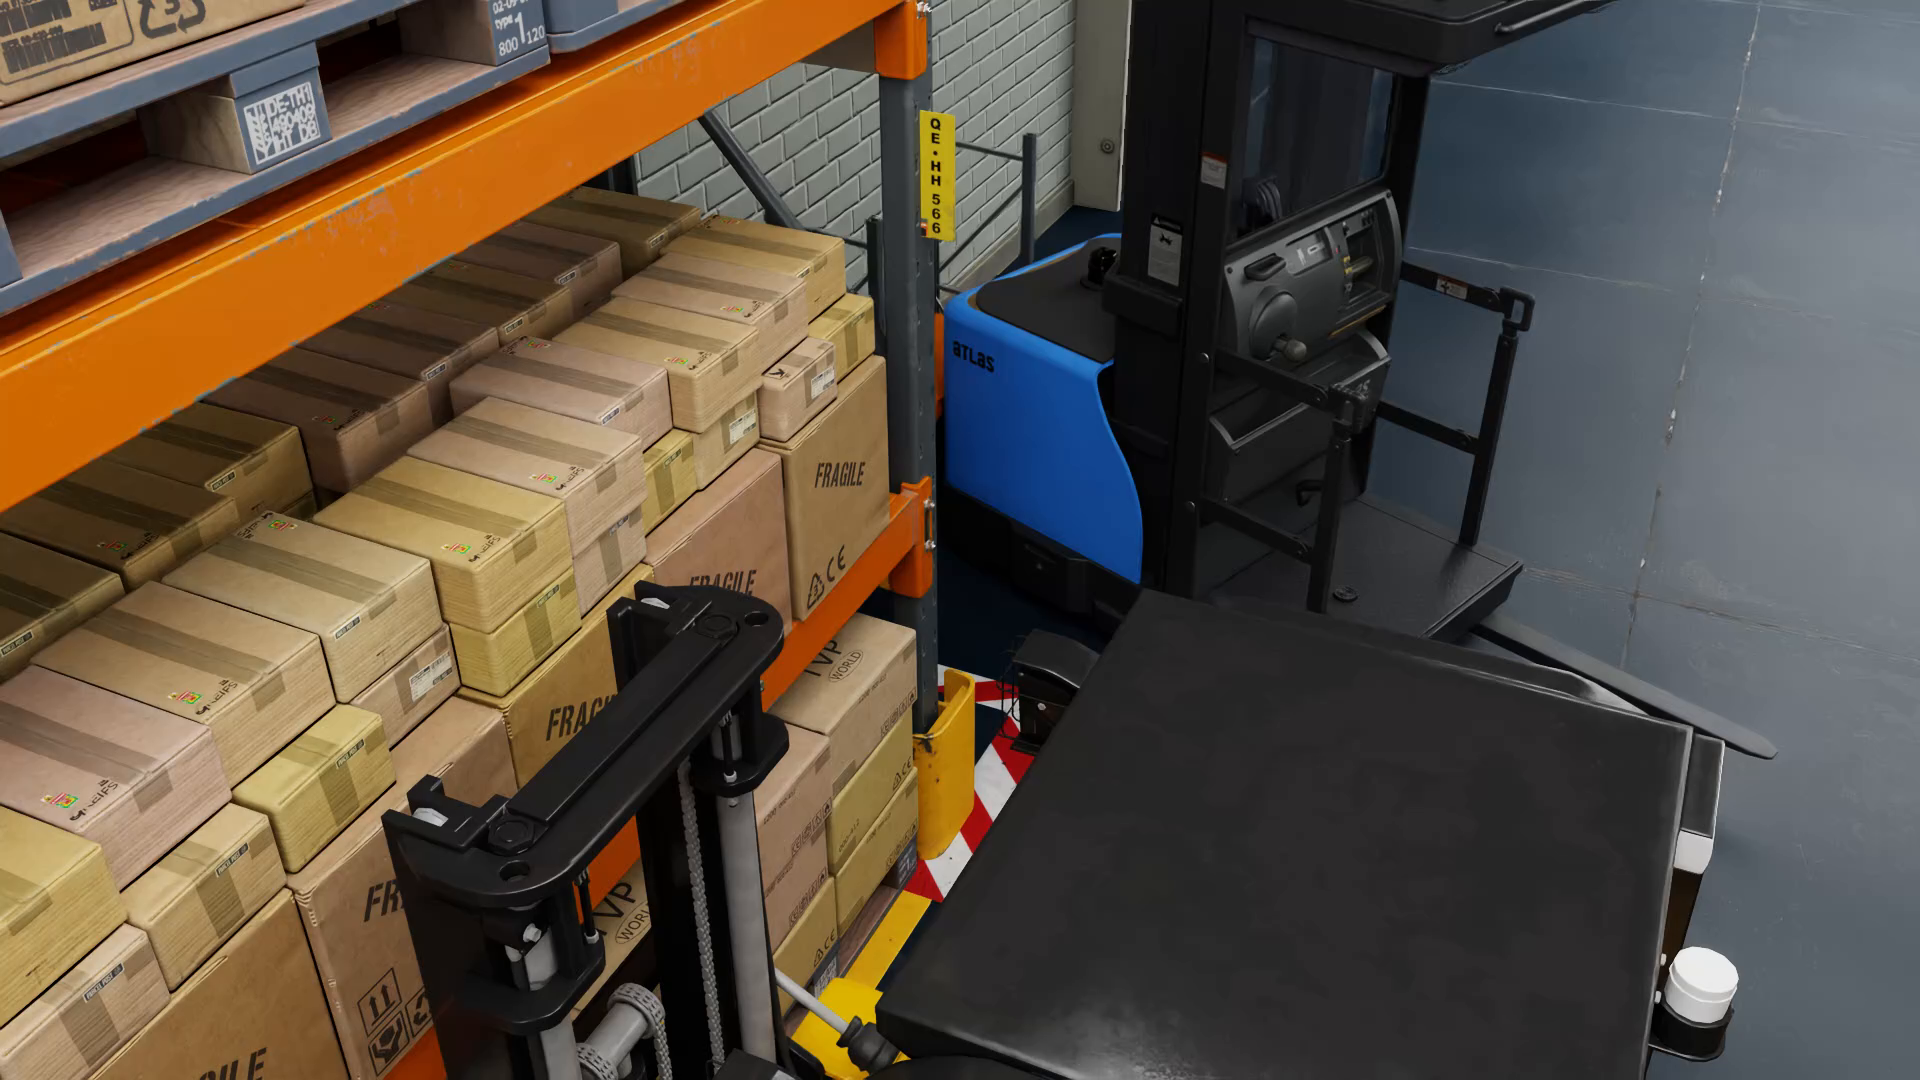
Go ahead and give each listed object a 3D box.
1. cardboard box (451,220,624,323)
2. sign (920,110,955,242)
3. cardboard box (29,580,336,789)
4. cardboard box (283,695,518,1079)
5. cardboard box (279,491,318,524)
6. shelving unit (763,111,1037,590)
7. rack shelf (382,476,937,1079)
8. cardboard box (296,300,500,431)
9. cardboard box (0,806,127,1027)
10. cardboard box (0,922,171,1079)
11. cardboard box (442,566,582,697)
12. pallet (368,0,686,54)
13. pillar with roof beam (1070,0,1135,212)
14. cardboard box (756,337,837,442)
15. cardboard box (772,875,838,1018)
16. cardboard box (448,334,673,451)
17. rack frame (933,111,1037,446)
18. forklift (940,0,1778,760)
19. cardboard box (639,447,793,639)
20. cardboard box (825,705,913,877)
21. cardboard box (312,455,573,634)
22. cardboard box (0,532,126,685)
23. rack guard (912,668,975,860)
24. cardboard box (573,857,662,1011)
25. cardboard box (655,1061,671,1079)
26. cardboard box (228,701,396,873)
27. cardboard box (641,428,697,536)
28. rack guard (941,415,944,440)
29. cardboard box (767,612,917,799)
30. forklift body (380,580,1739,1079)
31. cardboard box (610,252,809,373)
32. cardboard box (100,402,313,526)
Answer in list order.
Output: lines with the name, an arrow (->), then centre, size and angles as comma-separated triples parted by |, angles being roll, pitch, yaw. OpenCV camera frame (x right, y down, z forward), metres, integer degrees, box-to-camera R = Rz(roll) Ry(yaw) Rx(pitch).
cardboard box -> -1.048, -0.646, 4.046 | 0.380, 0.149, 0.250 | 15, 36, 22
sign -> -0.058, -0.897, 4.111 | 0.100, 0.325, 0.005 | 14, 36, 20
cardboard box -> -1.261, 0.231, 2.708 | 0.380, 0.149, 0.250 | 14, 36, 21
cardboard box -> -1.152, 0.583, 3.034 | 0.500, 0.500, 0.500 | 14, 36, 21
cardboard box -> -1.525, -0.025, 3.369 | 0.380, 0.149, 0.250 | 15, 36, 22
shelving unit -> -0.208, -0.764, 6.547 | 0.587, 1.500, 1.083 | 20, 38, 28
rack shelf -> -1.382, 0.852, 3.372 | 1.077, 0.370, 4.000 | 14, 36, 20
cardboard box -> -1.234, -0.387, 3.651 | 0.380, 0.149, 0.250 | 14, 36, 21
cardboard box -> -1.405, 0.499, 2.300 | 0.380, 0.149, 0.250 | 14, 36, 20
cardboard box -> -1.374, 0.634, 2.365 | 0.380, 0.149, 0.250 | 14, 36, 20
cardboard box -> -0.950, 0.123, 3.144 | 0.380, 0.149, 0.250 | 14, 36, 21
pallet -> -0.864, -1.316, 3.367 | 1.003, 0.211, 1.213 | 14, 36, 20
pillar with roof beam -> 4.765, -4.815, 5.886 | 9.100, 9.000, 0.400 | 14, 36, 20
cardboard box -> -0.516, -0.387, 3.922 | 0.380, 0.149, 0.250 | 15, 36, 21
cardboard box -> -0.671, 1.081, 4.490 | 0.500, 0.250, 0.500 | 14, 36, 20
cardboard box -> -0.835, -0.282, 3.491 | 0.380, 0.149, 0.250 | 14, 36, 21
rack frame -> 0.078, -1.000, 6.907 | 0.500, 1.500, 0.032 | 20, 38, 28
forklift -> 1.317, -0.827, 5.338 | 1.130, 2.935, 3.031 | -29, 43, -36
cardboard box -> -0.738, 0.075, 3.810 | 0.500, 0.500, 0.500 | 15, 36, 22
cardboard box -> -0.465, 0.634, 4.716 | 0.500, 0.250, 0.500 | 14, 36, 20
cardboard box -> -0.946, 0.003, 3.056 | 0.380, 0.149, 0.250 | 15, 36, 21
cardboard box -> -1.660, 0.132, 2.859 | 0.380, 0.149, 0.250 | 15, 36, 22
rack guard -> -0.535, 0.588, 5.397 | 1.175, 0.500, 0.348 | 14, 36, 20
cardboard box -> -0.865, 0.921, 3.823 | 0.500, 0.250, 0.500 | 15, 36, 21
cardboard box -> -0.881, 1.143, 3.939 | 0.500, 0.250, 0.500 | 13, 36, 19
cardboard box -> -1.181, 0.370, 2.768 | 0.380, 0.149, 0.250 | 13, 36, 20
cardboard box -> -0.794, -0.151, 3.562 | 0.380, 0.149, 0.250 | 14, 36, 20
rack guard -> 0.067, -0.469, 7.237 | 0.587, 0.250, 0.087 | 20, 38, 28
cardboard box -> -0.454, 0.412, 4.599 | 0.500, 0.250, 0.500 | 15, 36, 22
forklift body -> 0.319, 1.273, 2.848 | 2.313, 2.155, 1.214 | 14, 36, 20
cardboard box -> -0.579, -0.526, 3.863 | 0.380, 0.149, 0.250 | 14, 36, 21
cardboard box -> -1.521, -0.142, 3.277 | 0.380, 0.149, 0.250 | 13, 36, 19
